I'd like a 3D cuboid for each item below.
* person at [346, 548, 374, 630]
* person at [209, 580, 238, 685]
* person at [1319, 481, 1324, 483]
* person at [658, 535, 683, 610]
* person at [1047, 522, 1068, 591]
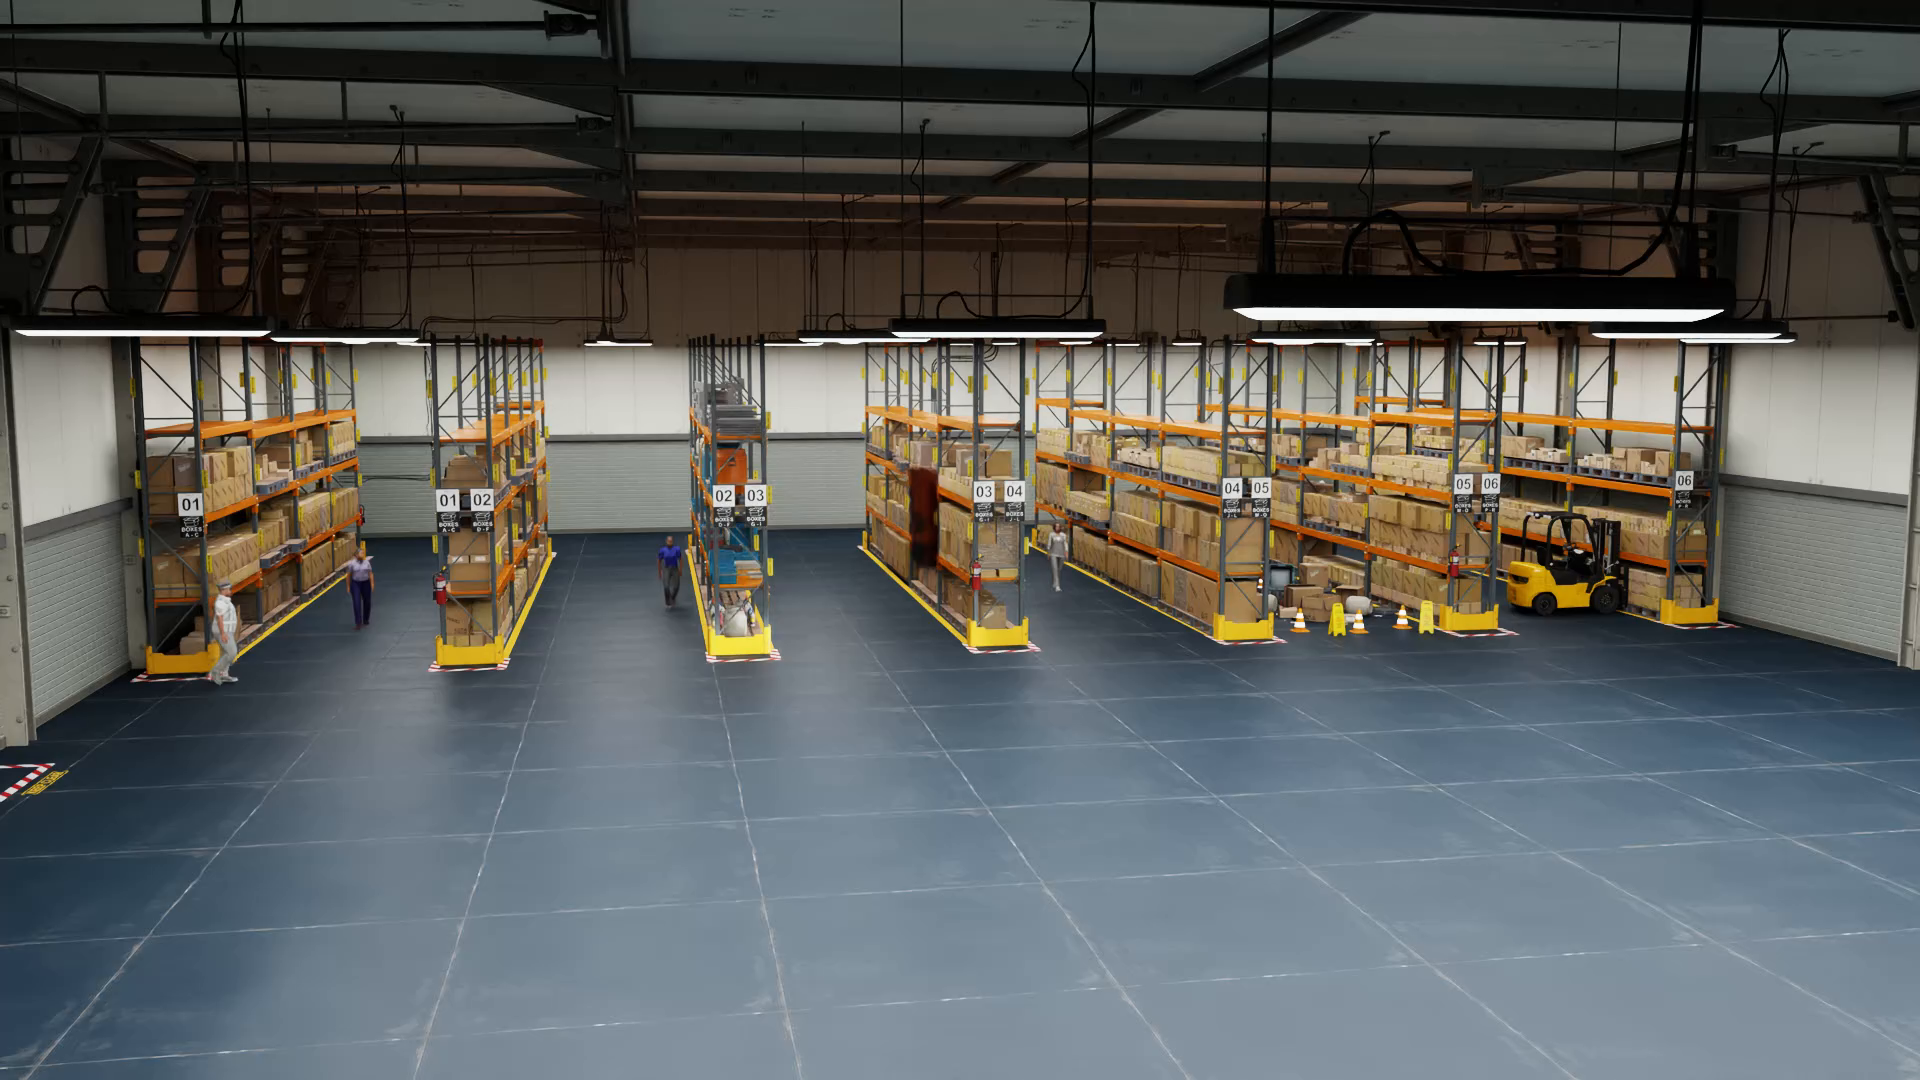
[{"bbox_3d":[-12.375,0.999,34.402,0.523,1.638,0.774,-4,8,-33],"label":"person"},{"bbox_3d":[-12.625,1.577,28.488,0.471,1.766,0.570,-2,7,-14],"label":"person"},{"bbox_3d":[11.002,-0.967,50.935,0.813,1.727,0.583,-6,9,-44],"label":"person"},{"bbox_3d":[-6.424,0.709,36.883,0.540,1.627,0.535,-1,7,-10],"label":"person"},{"bbox_3d":[2.212,0.366,37.305,0.434,1.554,0.928,-1,7,-10],"label":"person"}]
